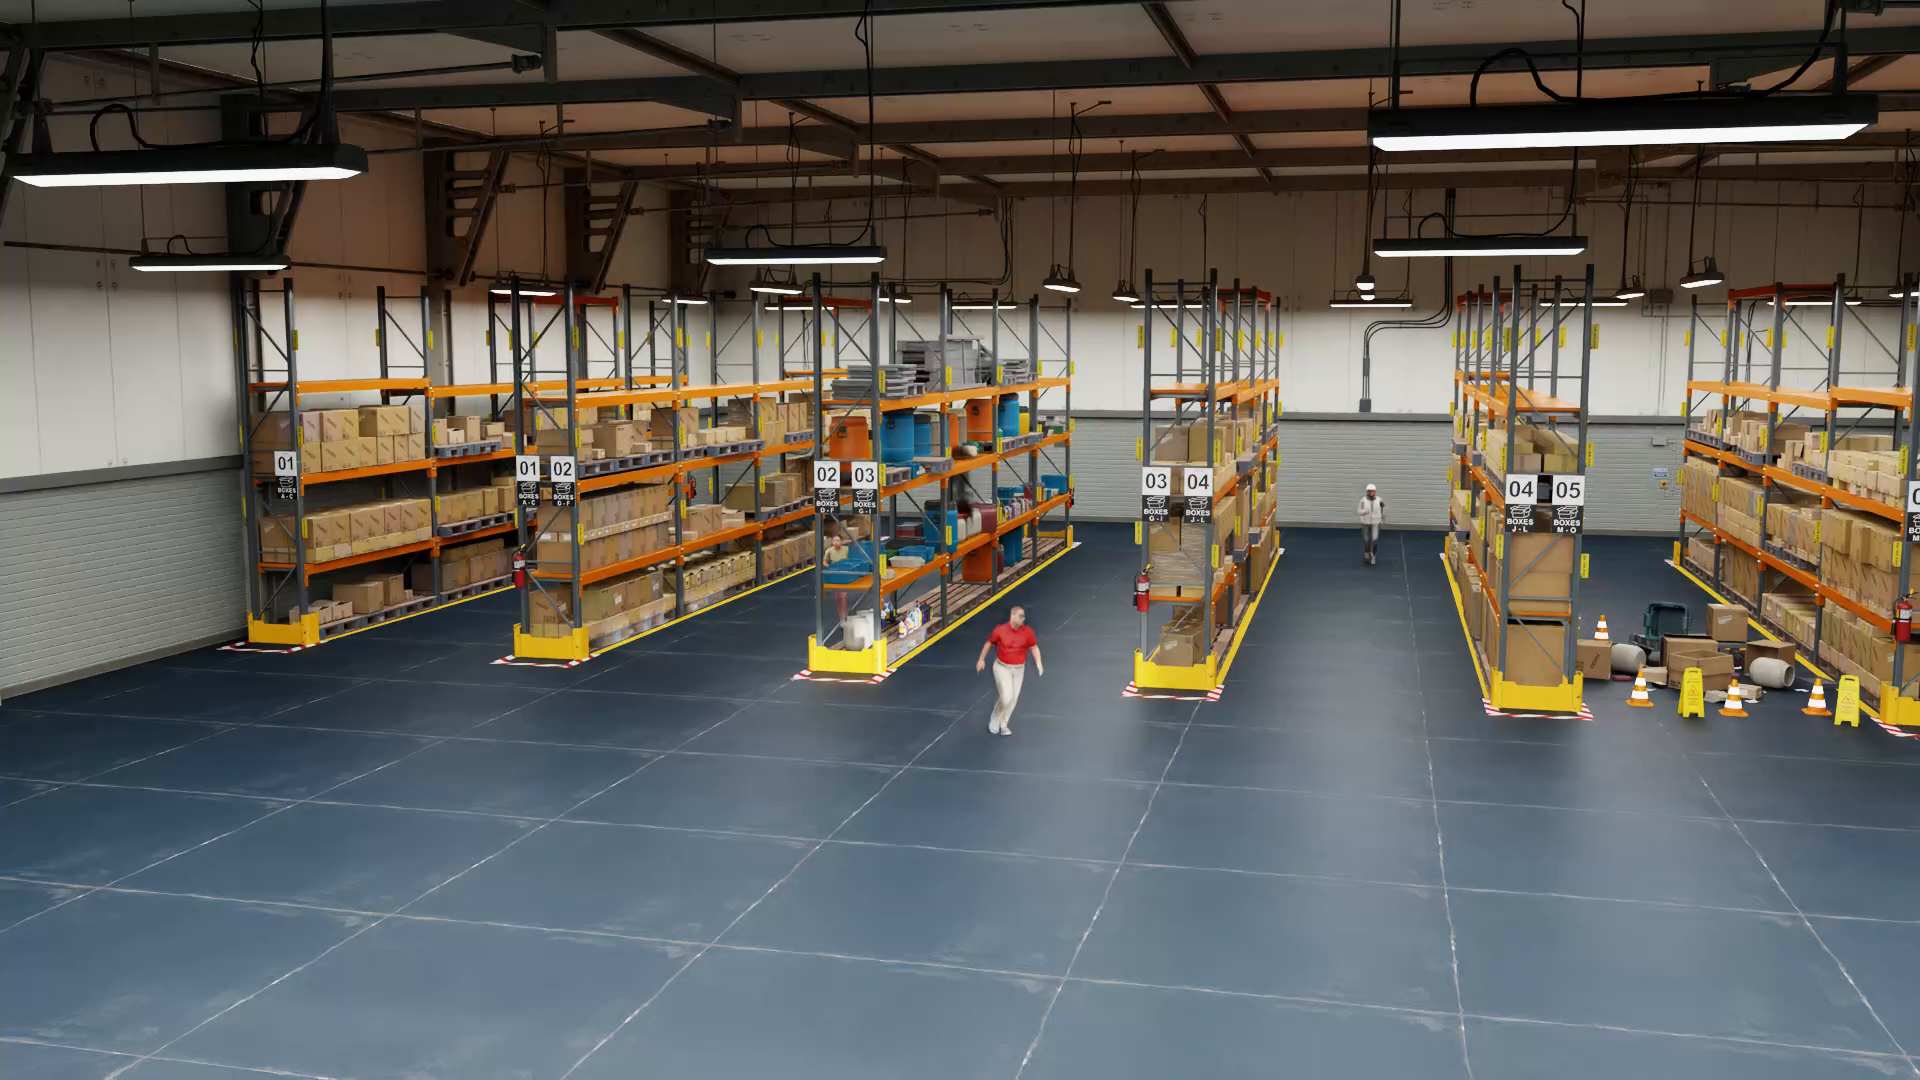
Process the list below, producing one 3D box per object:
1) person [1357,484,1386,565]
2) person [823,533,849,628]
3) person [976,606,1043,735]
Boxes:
[{"bbox_3d":[9.241,-0.351,37.384,0.633,1.825,0.832,2,7,14],"label":"person"},{"bbox_3d":[-2.115,0.675,29.371,0.575,1.643,0.941,1,7,7],"label":"person"},{"bbox_3d":[0.664,1.659,20.987,0.666,1.687,0.810,-3,8,-25],"label":"person"}]
